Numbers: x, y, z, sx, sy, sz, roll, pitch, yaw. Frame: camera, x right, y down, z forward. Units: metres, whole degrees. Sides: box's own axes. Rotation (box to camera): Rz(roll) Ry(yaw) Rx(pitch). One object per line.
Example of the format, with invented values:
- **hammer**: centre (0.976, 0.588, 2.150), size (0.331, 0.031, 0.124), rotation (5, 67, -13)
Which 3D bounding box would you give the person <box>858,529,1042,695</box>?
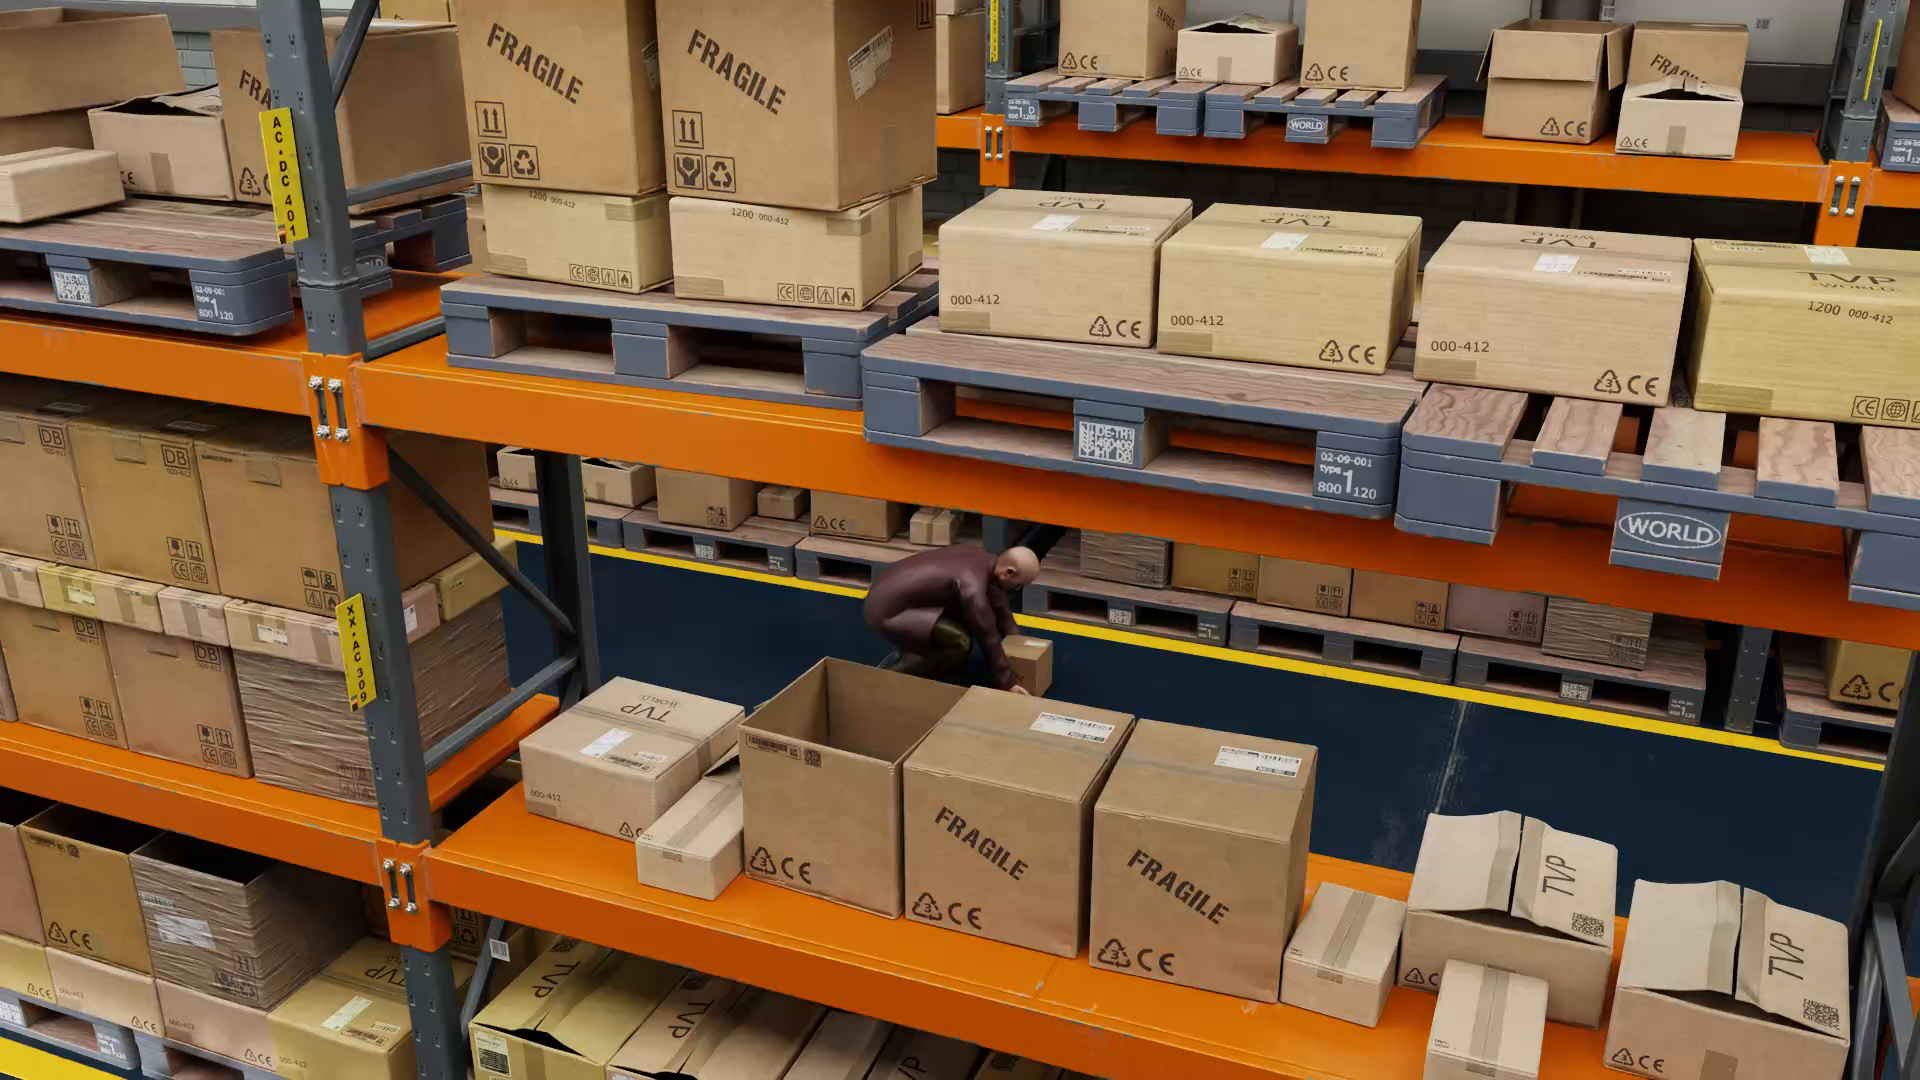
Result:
- **person**: centre (-0.027, 0.378, 8.669), size (1.000, 0.873, 0.589), rotation (3, 22, 8)
